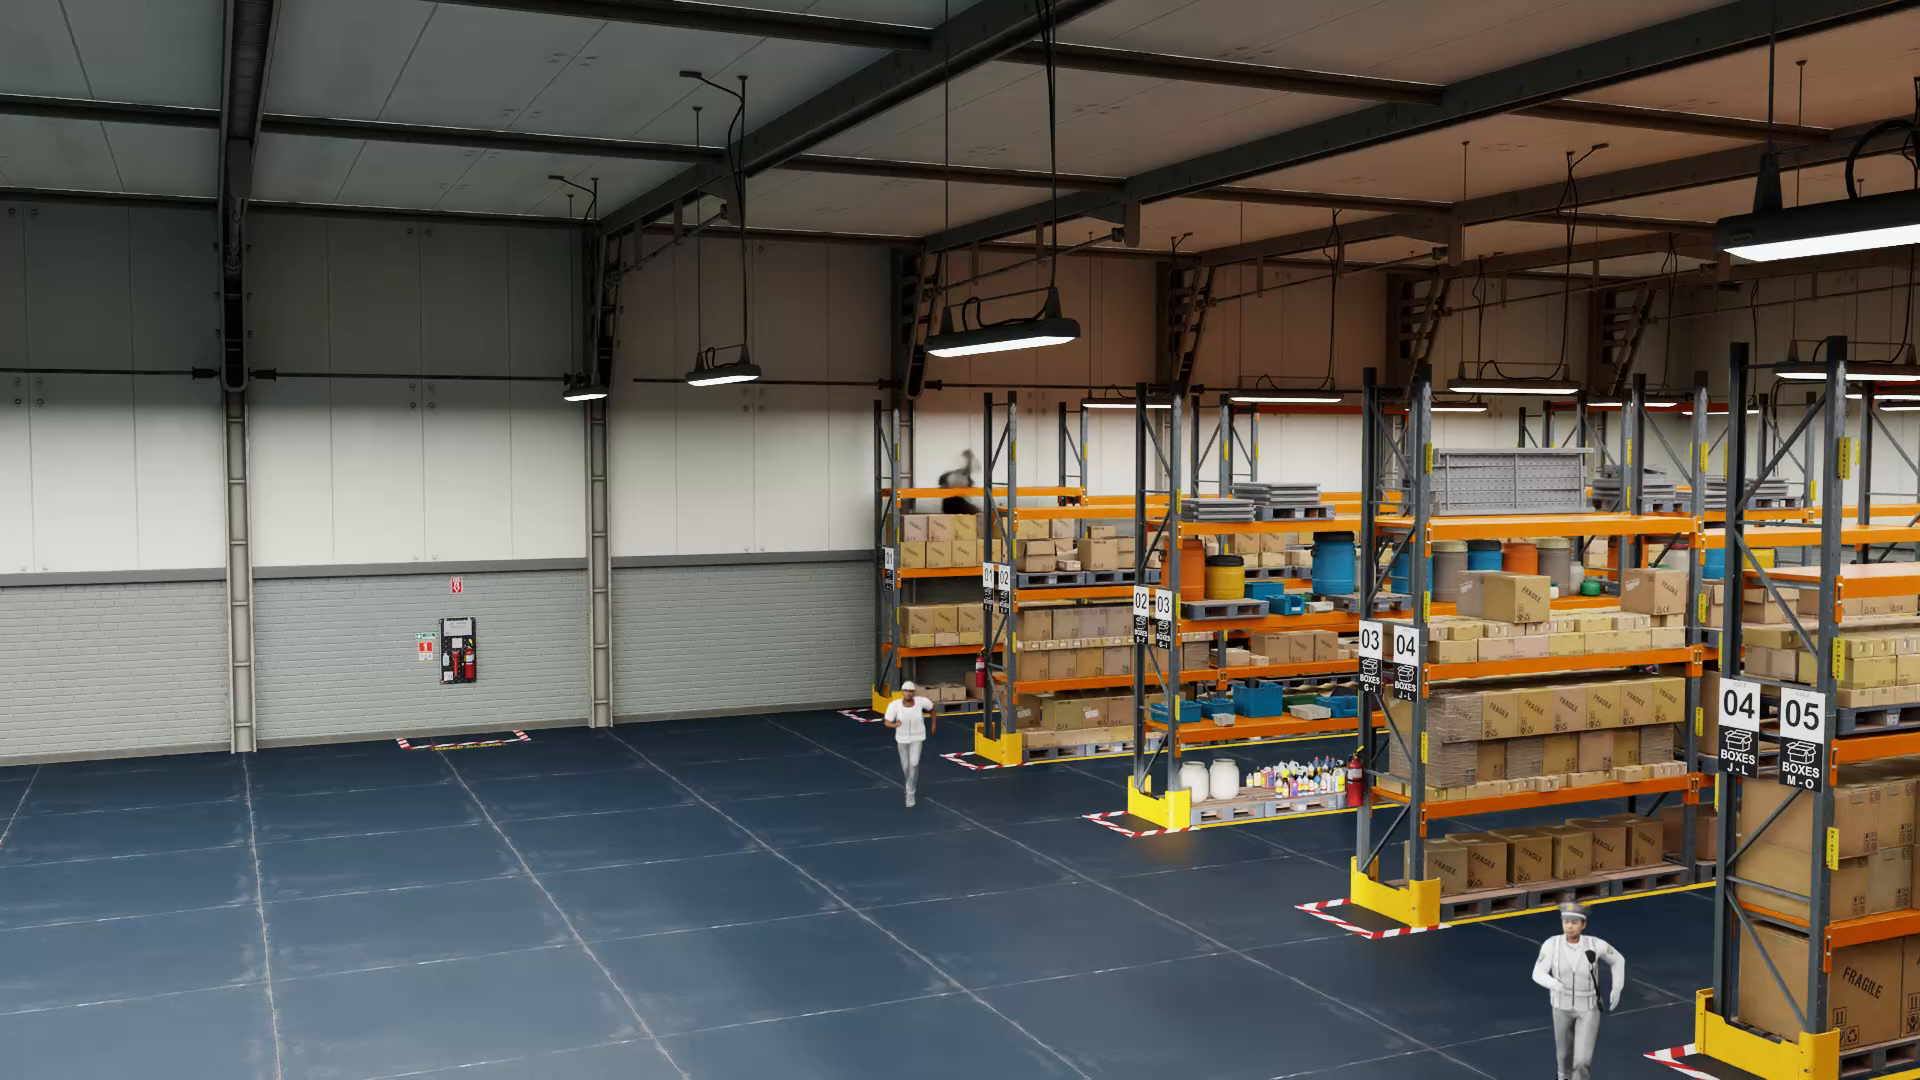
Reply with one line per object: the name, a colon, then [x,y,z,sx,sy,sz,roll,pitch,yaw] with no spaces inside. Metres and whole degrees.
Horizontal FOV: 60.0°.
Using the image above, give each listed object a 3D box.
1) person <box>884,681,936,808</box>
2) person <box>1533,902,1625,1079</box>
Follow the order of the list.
person: [-0.717,2.903,23.889,0.727,1.804,0.850,0,3,2]
person: [4.699,3.584,12.645,0.622,1.741,0.878,2,4,30]
